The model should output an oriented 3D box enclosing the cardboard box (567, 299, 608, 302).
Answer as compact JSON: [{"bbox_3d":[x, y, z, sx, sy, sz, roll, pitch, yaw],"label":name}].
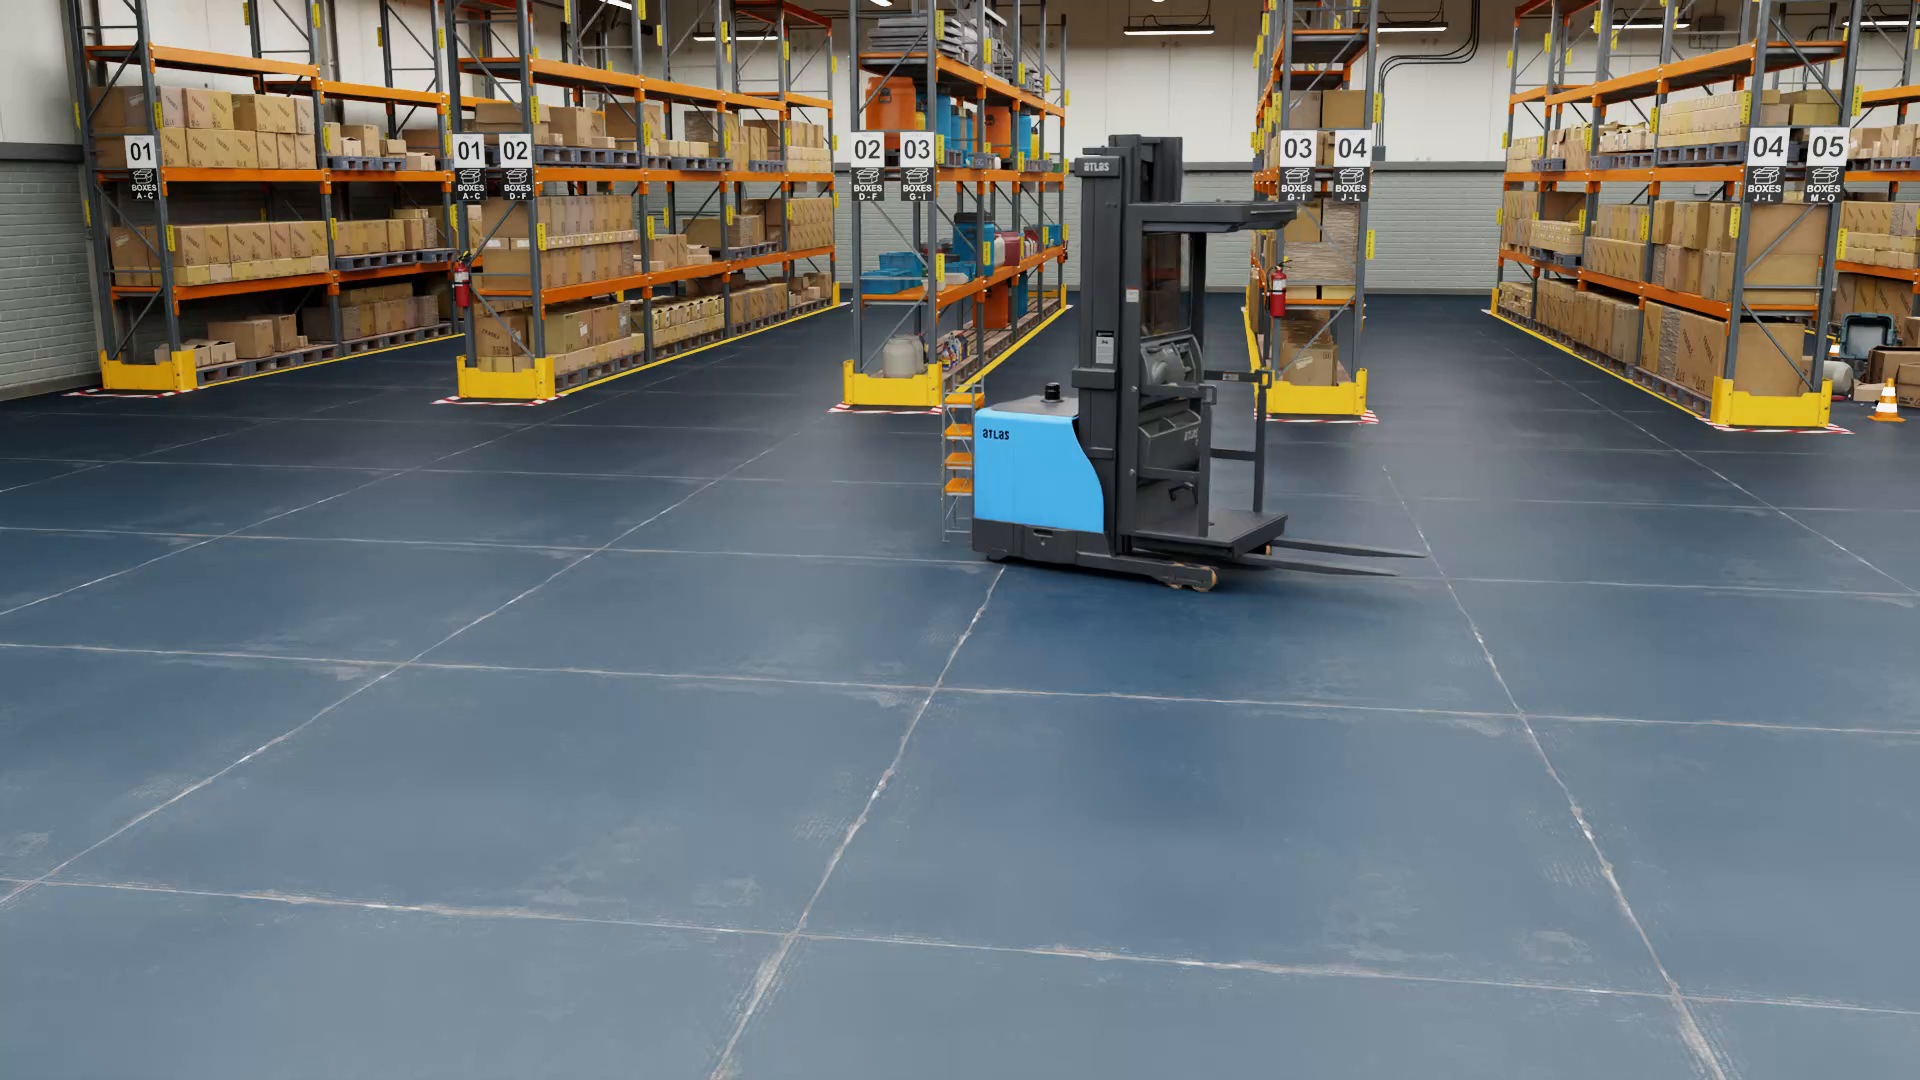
[{"bbox_3d":[-5.437,-3.245,24.182,0.500,0.500,0.500,2,12,9],"label":"cardboard box"}]

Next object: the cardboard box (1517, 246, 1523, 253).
[{"bbox_3d":[10.829,-5.538,31.666,0.380,0.149,0.250,2,12,10],"label":"cardboard box"}]

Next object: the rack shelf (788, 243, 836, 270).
[{"bbox_3d":[-3.519,-5.834,34.151,1.077,0.370,4.000,2,12,9],"label":"rack shelf"}]

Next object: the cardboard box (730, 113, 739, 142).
[{"bbox_3d":[-4.211,-7.244,29.254,0.500,0.500,0.500,2,12,9],"label":"cardboard box"}]

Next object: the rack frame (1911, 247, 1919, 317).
[{"bbox_3d":[15.139,-4.294,25.297,1.000,3.000,0.127,2,12,9],"label":"rack frame"}]

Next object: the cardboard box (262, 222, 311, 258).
[{"bbox_3d":[-9.790,-4.354,24.106,0.500,0.500,0.500,2,12,8],"label":"cardboard box"}]

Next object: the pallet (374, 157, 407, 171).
[{"bbox_3d":[-9.595,-5.979,26.444,1.213,0.211,1.003,2,12,9],"label":"pallet"}]

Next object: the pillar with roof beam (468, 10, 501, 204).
[{"bbox_3d":[-5.215,-8.896,32.412,9.100,9.000,0.548,2,12,9],"label":"pillar with roof beam"}]

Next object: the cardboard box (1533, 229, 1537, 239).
[{"bbox_3d":[10.294,-5.373,29.196,0.380,0.149,0.250,2,12,8],"label":"cardboard box"}]

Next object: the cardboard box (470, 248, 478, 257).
[{"bbox_3d":[-8.885,-5.149,29.815,0.380,0.149,0.250,2,12,10],"label":"cardboard box"}]

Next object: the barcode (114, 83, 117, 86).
[{"bbox_3d":[-10.952,-5.892,21.560,0.001,0.075,0.075,2,12,9],"label":"barcode"}]

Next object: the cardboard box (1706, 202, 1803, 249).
[{"bbox_3d":[9.311,-3.675,19.505,0.875,0.550,0.550,2,12,9],"label":"cardboard box"}]

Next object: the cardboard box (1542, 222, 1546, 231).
[{"bbox_3d":[10.174,-5.355,28.410,0.380,0.149,0.250,2,12,8],"label":"cardboard box"}]

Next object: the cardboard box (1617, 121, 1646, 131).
[{"bbox_3d":[10.646,-6.505,26.384,0.396,0.266,0.258,2,12,9],"label":"cardboard box"}]

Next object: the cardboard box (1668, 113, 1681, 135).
[{"bbox_3d":[9.189,-5.195,20.776,0.500,0.250,0.500,2,12,8],"label":"cardboard box"}]

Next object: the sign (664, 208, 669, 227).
[{"bbox_3d":[-4.979,-5.479,28.239,0.100,0.325,0.005,2,12,9],"label":"sign"}]

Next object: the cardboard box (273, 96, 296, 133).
[{"bbox_3d":[-9.835,-6.049,23.665,0.500,0.500,0.500,3,12,12],"label":"cardboard box"}]

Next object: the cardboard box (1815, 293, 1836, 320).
[{"bbox_3d":[15.956,-4.206,29.977,0.875,0.438,0.875,2,12,8],"label":"cardboard box"}]

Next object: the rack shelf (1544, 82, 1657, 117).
[{"bbox_3d":[10.539,-7.235,27.361,1.077,0.370,4.000,2,12,9],"label":"rack shelf"}]

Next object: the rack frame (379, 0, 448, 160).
[{"bbox_3d":[-9.337,-8.029,28.389,1.000,3.000,0.127,2,12,9],"label":"rack frame"}]

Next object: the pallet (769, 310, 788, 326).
[{"bbox_3d":[-3.914,-4.235,31.646,1.003,0.211,1.213,2,12,9],"label":"pallet"}]

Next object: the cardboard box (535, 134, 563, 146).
[{"bbox_3d":[-5.317,-5.128,21.314,0.380,0.149,0.250,2,12,9],"label":"cardboard box"}]

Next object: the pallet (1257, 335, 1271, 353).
[{"bbox_3d":[5.225,-3.089,26.326,1.003,0.211,1.213,2,12,9],"label":"pallet"}]

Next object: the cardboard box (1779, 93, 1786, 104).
[{"bbox_3d":[9.486,-4.972,18.796,0.380,0.149,0.250,2,12,9],"label":"cardboard box"}]

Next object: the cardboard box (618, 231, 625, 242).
[{"bbox_3d":[-4.965,-4.300,23.551,0.380,0.149,0.250,2,12,7],"label":"cardboard box"}]

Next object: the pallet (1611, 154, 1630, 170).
[{"bbox_3d":[10.016,-5.438,23.937,1.003,0.211,1.213,2,12,11],"label":"pallet"}]

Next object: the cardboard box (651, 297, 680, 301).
[{"bbox_3d":[-4.885,-3.863,27.496,0.500,0.311,0.500,2,12,7],"label":"cardboard box"}]

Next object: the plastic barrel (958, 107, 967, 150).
[{"bbox_3d":[-0.198,-5.903,24.455,0.600,0.901,0.600,0,12,0],"label":"plastic barrel"}]

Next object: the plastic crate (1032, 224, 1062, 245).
[{"bbox_3d":[1.816,-6.412,34.897,0.616,0.435,0.499,2,12,9],"label":"plastic crate"}]

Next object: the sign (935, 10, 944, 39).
[{"bbox_3d":[-0.235,-5.922,19.107,0.100,0.325,0.005,2,12,9],"label":"sign"}]

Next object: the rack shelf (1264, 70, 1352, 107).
[{"bbox_3d":[5.039,-6.584,24.341,1.077,0.370,4.000,2,12,9],"label":"rack shelf"}]

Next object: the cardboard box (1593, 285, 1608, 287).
[{"bbox_3d":[10.655,-4.024,27.203,0.500,0.250,0.500,2,12,8],"label":"cardboard box"}]

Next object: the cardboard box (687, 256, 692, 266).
[{"bbox_3d":[-4.582,-4.546,27.066,0.380,0.149,0.250,3,12,13],"label":"cardboard box"}]

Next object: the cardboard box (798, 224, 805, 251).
[{"bbox_3d":[-3.403,-6.022,33.079,0.500,0.500,0.500,2,12,10],"label":"cardboard box"}]

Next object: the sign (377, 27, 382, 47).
[{"bbox_3d":[-9.886,-8.580,28.354,0.100,0.325,0.005,2,12,9],"label":"sign"}]

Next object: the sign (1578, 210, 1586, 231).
[{"bbox_3d":[9.694,-4.976,25.902,0.100,0.325,0.005,2,12,9],"label":"sign"}]

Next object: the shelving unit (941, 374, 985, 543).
[{"bbox_3d":[0.025,-0.621,12.527,0.258,1.200,0.503,2,12,9],"label":"shelving unit"}]

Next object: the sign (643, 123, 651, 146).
[{"bbox_3d":[-4.508,-5.844,23.955,0.100,0.325,0.005,2,12,9],"label":"sign"}]

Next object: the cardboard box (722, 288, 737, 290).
[{"bbox_3d":[-4.375,-4.349,30.443,0.500,0.500,0.500,1,12,7],"label":"cardboard box"}]

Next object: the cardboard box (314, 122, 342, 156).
[{"bbox_3d":[-9.789,-6.095,25.303,0.500,0.500,0.500,4,13,17],"label":"cardboard box"}]

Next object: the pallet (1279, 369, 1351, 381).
[{"bbox_3d":[4.478,-2.023,21.381,1.003,0.211,1.213,2,12,9],"label":"pallet"}]

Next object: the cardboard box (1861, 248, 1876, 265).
[{"bbox_3d":[15.167,-4.652,27.317,0.500,0.250,0.500,2,12,8],"label":"cardboard box"}]

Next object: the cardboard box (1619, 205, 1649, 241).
[{"bbox_3d":[9.921,-4.559,23.917,0.700,0.500,0.500,2,12,8],"label":"cardboard box"}]

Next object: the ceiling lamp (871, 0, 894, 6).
[{"bbox_3d":[-1.285,-11.293,29.681,0.800,3.185,2.000,2,12,9],"label":"ceiling lamp"}]

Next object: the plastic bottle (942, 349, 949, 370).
[{"bbox_3d":[-0.191,-2.359,21.750,0.097,0.271,0.097,0,12,0],"label":"plastic bottle"}]

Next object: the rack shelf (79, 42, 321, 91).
[{"bbox_3d":[-10.260,-6.427,22.670,1.077,0.370,4.000,2,12,9],"label":"rack shelf"}]

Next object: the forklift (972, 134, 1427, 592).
[{"bbox_3d":[1.615,-1.220,11.195,3.031,2.935,1.130,7,14,30],"label":"forklift"}]

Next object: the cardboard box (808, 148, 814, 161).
[{"bbox_3d":[-3.266,-7.812,33.670,0.500,0.250,0.500,2,12,9],"label":"cardboard box"}]

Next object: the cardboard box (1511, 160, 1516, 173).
[{"bbox_3d":[11.055,-7.297,32.468,0.500,0.250,0.500,2,12,10],"label":"cardboard box"}]

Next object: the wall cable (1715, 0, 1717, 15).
[{"bbox_3d":[15.930,-13.344,37.389,2.355,3.000,0.029,2,12,9],"label":"wall cable"}]
